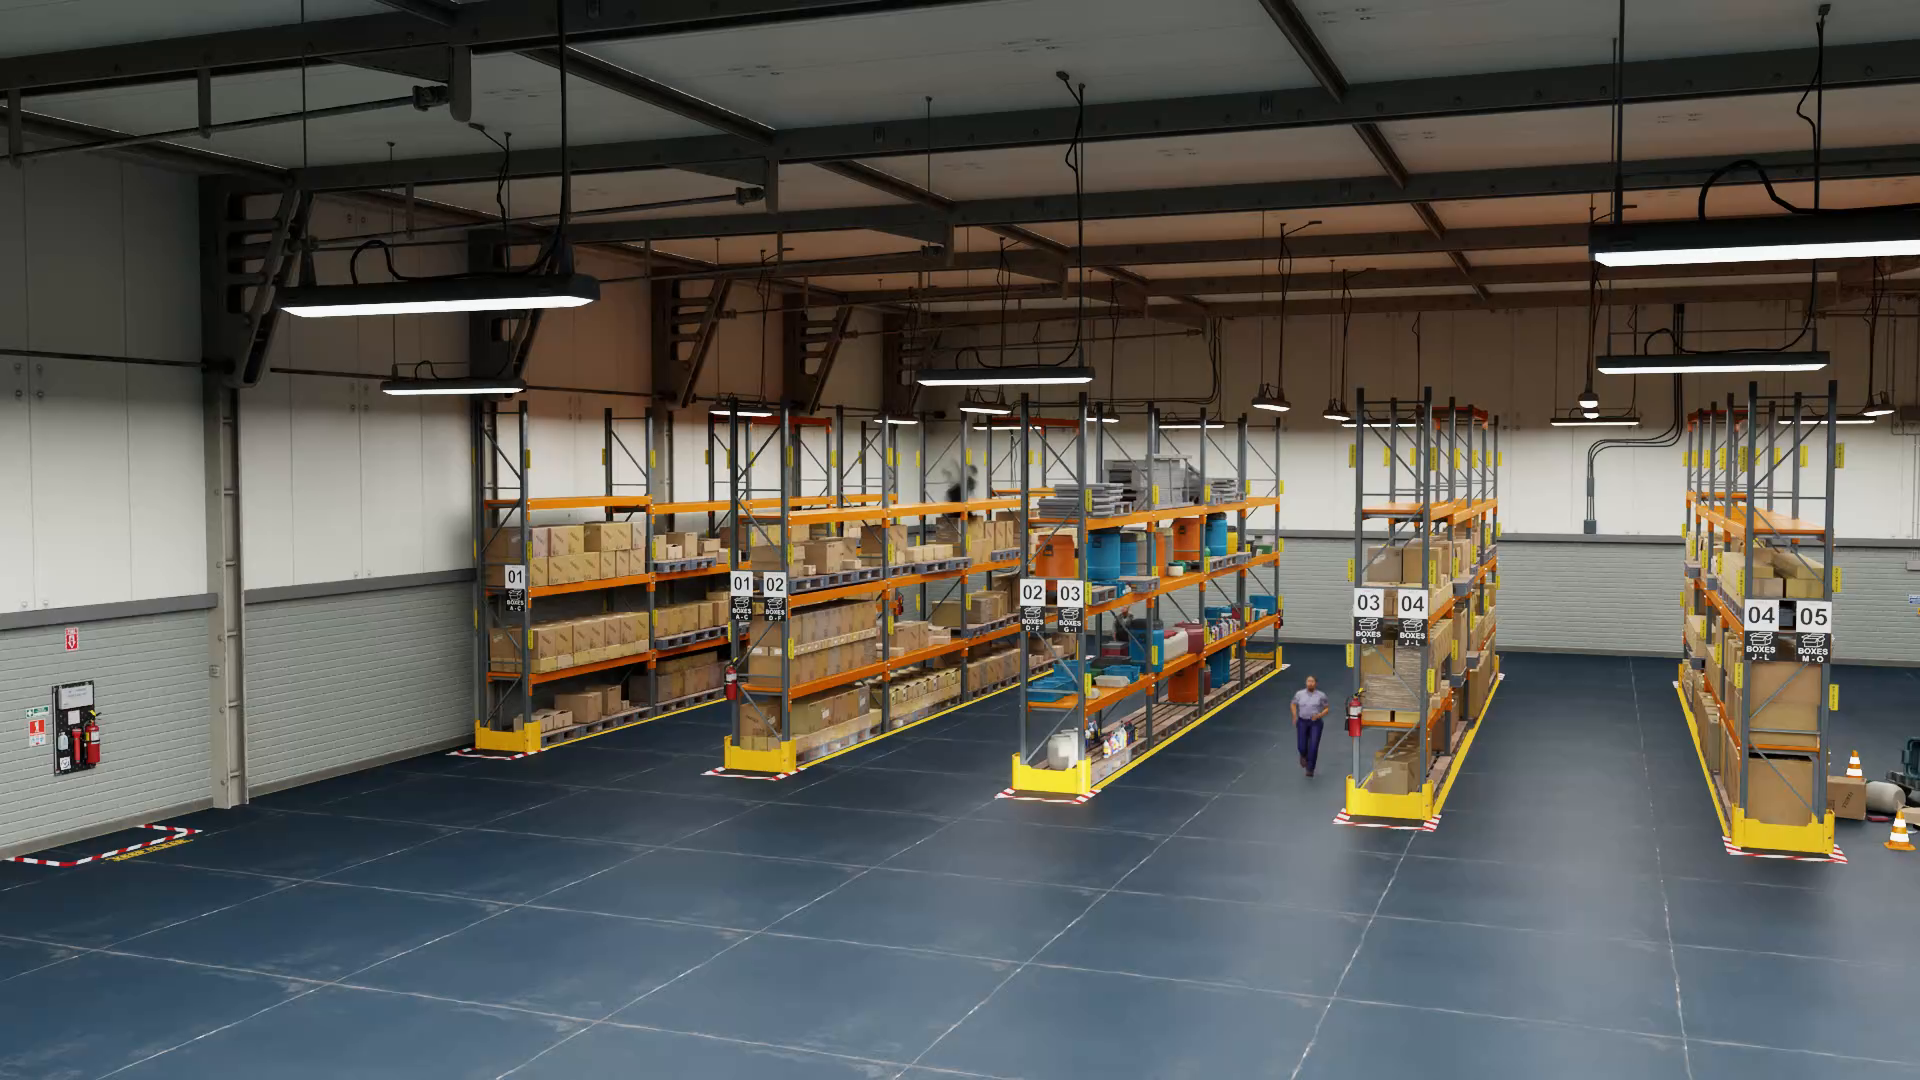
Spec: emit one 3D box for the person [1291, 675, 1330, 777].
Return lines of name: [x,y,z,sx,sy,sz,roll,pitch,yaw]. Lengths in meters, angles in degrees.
person: [5.523,2.927,26.251,0.619,1.596,0.556,1,3,14]

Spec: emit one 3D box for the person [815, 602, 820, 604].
person: [-2.822,2.187,33.975,0.675,1.849,0.730,1,3,23]

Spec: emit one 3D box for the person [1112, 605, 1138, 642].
person: [3.456,2.182,34.863,0.635,1.722,0.567,1,3,23]
